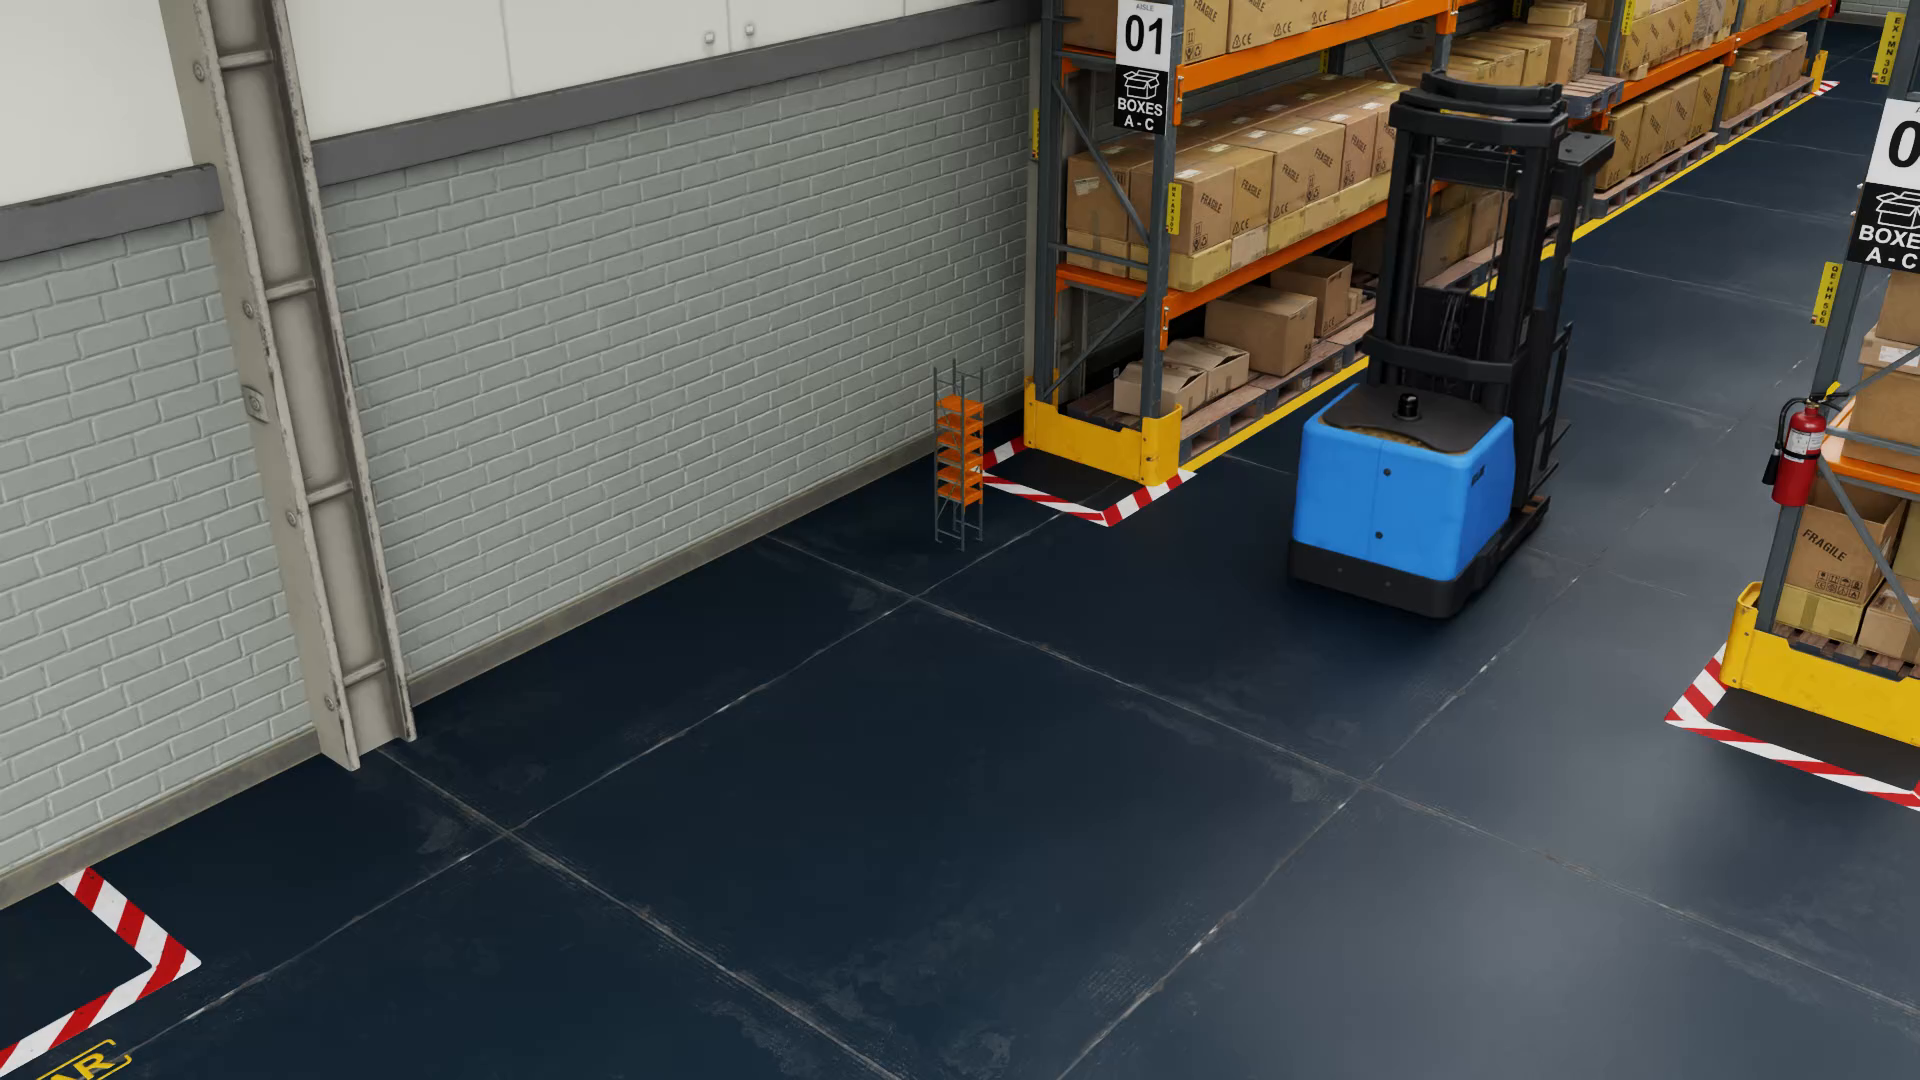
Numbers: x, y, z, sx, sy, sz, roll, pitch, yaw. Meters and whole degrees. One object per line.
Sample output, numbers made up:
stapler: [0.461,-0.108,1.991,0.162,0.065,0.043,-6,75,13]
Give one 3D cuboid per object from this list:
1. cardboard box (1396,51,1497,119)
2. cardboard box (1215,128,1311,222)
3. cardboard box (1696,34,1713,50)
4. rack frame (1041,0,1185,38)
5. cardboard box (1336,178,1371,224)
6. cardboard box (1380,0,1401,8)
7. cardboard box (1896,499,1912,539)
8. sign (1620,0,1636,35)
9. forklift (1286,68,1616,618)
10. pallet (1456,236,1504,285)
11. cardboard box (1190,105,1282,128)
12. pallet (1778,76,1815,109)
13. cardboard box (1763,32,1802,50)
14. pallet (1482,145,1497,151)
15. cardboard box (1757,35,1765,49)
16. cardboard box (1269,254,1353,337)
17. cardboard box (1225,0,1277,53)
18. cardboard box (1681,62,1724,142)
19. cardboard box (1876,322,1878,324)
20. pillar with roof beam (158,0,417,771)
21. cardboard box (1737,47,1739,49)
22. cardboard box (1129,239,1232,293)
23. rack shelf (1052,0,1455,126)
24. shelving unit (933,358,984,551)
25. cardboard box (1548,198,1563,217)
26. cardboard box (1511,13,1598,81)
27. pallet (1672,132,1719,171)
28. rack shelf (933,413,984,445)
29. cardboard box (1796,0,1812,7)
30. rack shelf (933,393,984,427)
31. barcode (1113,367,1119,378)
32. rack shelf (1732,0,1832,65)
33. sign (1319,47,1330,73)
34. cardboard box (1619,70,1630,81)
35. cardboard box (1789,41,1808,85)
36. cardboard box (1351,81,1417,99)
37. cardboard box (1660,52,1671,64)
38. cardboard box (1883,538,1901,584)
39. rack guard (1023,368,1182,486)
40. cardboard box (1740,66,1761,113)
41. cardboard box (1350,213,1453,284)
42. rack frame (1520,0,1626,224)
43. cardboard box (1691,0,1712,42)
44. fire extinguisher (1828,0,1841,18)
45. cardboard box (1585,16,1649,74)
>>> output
cardboard box: [4.201,-3.918,14.472,0.500,0.500,0.700,-24,36,-39]
cardboard box: [2.137,-2.604,11.845,0.500,0.500,0.500,19,33,33]
cardboard box: [8.117,-5.557,18.479,0.380,0.149,0.250,21,34,34]
rack frame: [0.945,-4.558,9.768,1.000,3.000,0.127,21,34,34]
cardboard box: [2.791,-2.641,12.732,0.500,0.250,0.500,21,34,34]
cardboard box: [3.028,-4.271,12.346,0.500,0.500,0.500,18,32,30]
cardboard box: [5.507,-0.382,9.943,0.500,0.500,0.500,21,34,34]
sign: [6.459,-5.054,16.081,0.100,0.325,0.005,21,34,34]
forklift: [3.249,-1.473,10.407,1.130,2.935,3.031,17,32,30]
pallet: [4.760,-2.785,15.903,1.003,0.211,1.213,21,34,34]
cardboard box: [2.055,-2.937,12.488,0.500,0.500,0.500,21,34,35]
pallet: [10.674,-6.022,22.161,1.003,0.211,1.213,21,34,34]
cardboard box: [10.651,-6.464,21.538,0.380,0.149,0.250,22,34,36]
pallet: [4.088,-3.455,14.373,1.003,0.211,1.213,21,34,34]
cardboard box: [10.199,-6.488,21.584,0.380,0.149,0.250,21,34,35]
cardboard box: [2.860,-2.018,13.627,0.500,0.500,0.500,18,32,31]
cardboard box: [1.720,-3.505,10.865,0.500,0.500,0.500,23,35,38]
cardboard box: [8.265,-5.112,19.249,0.750,0.750,0.750,21,34,35]
cardboard box: [5.032,-1.064,8.728,0.380,0.149,0.250,22,34,36]
pillar with roof beam: [0.229,-1.674,4.192,9.100,9.000,0.400,21,34,34]
cardboard box: [9.550,-6.125,20.883,0.380,0.149,0.250,21,34,35]
cardboard box: [1.501,-1.916,11.331,0.500,0.250,0.500,20,33,33]
rack shelf: [2.218,-3.616,11.993,1.077,0.370,4.000,21,34,34]
shelving unit: [-0.009,-0.528,10.464,0.258,1.200,0.189,21,34,34]
cardboard box: [5.616,-3.545,16.580,0.700,0.500,0.500,21,34,35]
cardboard box: [5.743,-4.801,16.177,0.700,0.500,0.500,16,32,29]
pallet: [8.146,-4.614,19.440,1.003,0.211,1.213,21,34,34]
rack shelf: [-0.009,-0.701,10.375,0.258,0.103,0.180,21,34,34]
cardboard box: [10.352,-7.255,21.183,0.980,0.700,0.700,20,34,34]
rack shelf: [-0.009,-0.808,10.319,0.258,0.103,0.180,21,34,34]
barcode: [1.158,-1.241,12.323,0.001,0.075,0.075,21,34,34]
rack shelf: [9.850,-6.538,20.907,1.077,0.370,4.000,21,34,34]
sign: [3.059,-3.987,13.933,0.100,0.325,0.005,21,34,34]
cardboard box: [6.589,-4.763,16.945,0.380,0.149,0.250,21,34,35]
cardboard box: [10.754,-6.366,22.054,0.700,0.500,0.500,21,34,34]
cardboard box: [3.428,-3.329,13.247,0.500,0.500,0.500,21,34,34]
cardboard box: [7.389,-5.224,17.835,0.380,0.149,0.250,21,34,35]
cardboard box: [5.192,0.130,9.770,0.500,0.250,0.500,21,34,34]
rack guard: [0.994,-0.811,11.773,1.175,0.500,0.348,21,34,34]
cardboard box: [9.455,-5.637,20.646,0.700,0.500,0.500,20,34,34]
cardboard box: [3.945,-2.663,14.875,0.700,0.500,0.500,22,35,36]
rack frame: [6.034,-4.730,16.629,1.000,3.000,0.127,21,34,34]
cardboard box: [7.836,-5.737,18.121,0.500,0.500,0.500,21,34,34]
fire extinguisher: [11.575,-7.285,22.058,0.296,0.674,0.183,21,34,34]
cardboard box: [6.540,-5.013,16.722,0.500,0.500,0.500,22,35,36]
